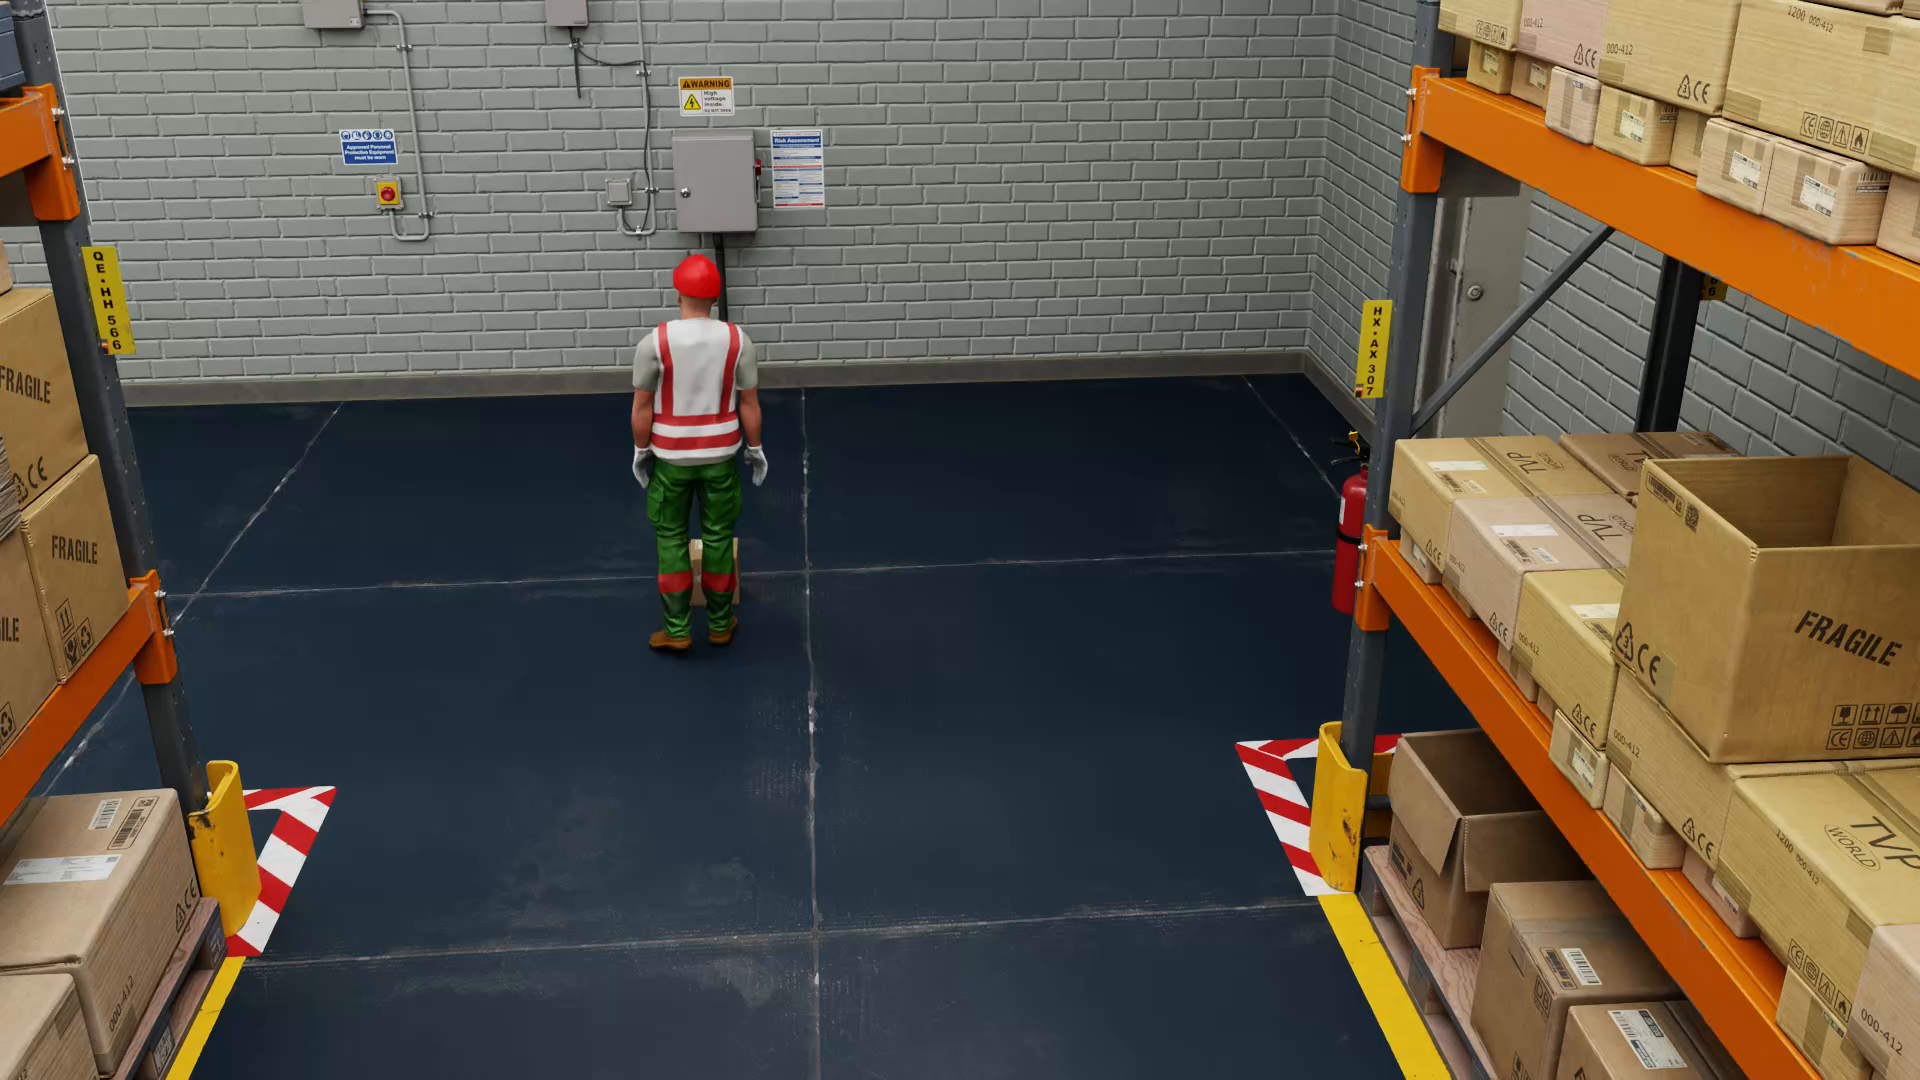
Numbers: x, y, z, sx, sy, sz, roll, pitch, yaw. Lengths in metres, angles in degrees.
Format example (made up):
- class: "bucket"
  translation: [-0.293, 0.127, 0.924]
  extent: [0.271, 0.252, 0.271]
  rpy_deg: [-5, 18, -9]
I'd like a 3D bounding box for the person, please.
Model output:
- class: "person"
  translation: [-1.152, -0.365, 7.376]
  extent: [0.595, 1.821, 0.380]
  rpy_deg: [-6, 24, -13]
